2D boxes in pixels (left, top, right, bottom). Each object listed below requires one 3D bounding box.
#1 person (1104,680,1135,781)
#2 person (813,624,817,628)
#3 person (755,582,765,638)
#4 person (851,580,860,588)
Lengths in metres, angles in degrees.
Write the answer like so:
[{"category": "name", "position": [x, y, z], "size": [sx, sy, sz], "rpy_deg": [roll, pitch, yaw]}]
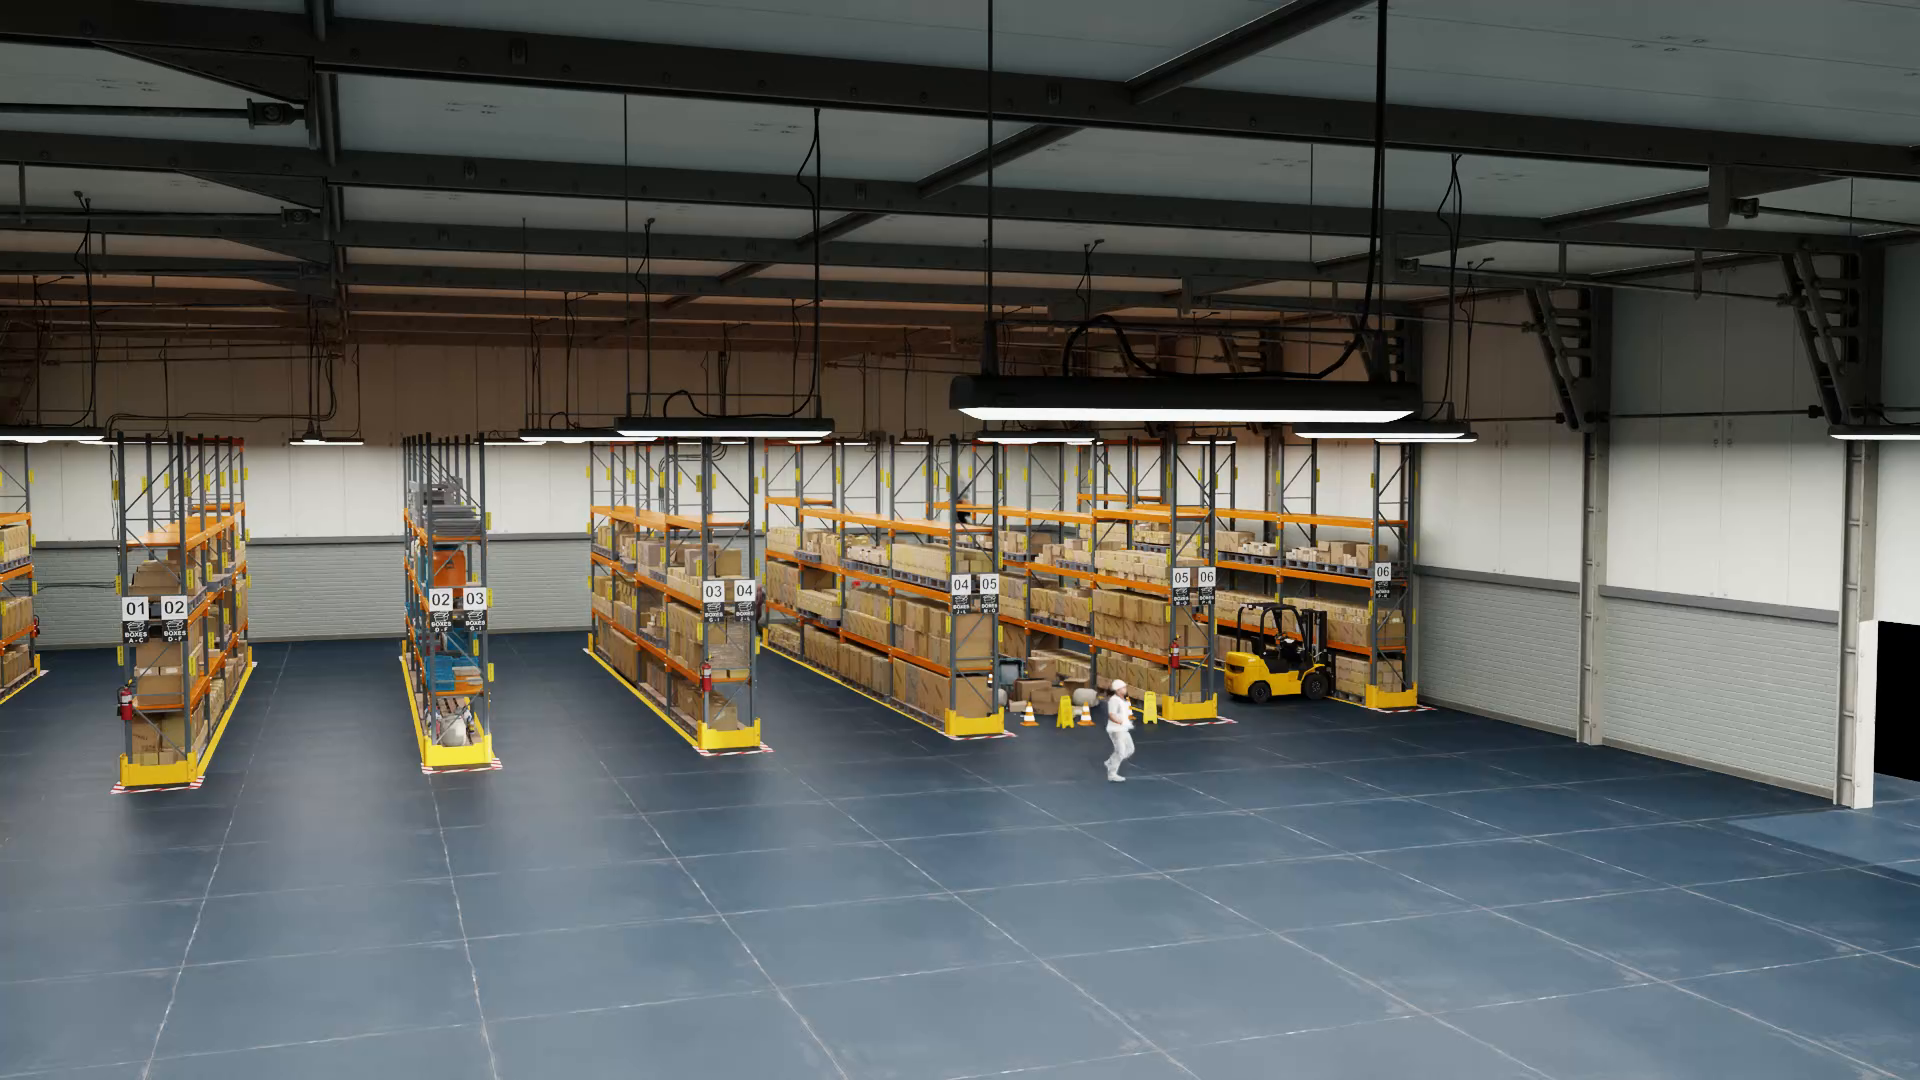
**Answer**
[{"category": "person", "position": [2.736, 3.264, 28.496], "size": [0.587, 1.740, 0.685], "rpy_deg": [1, 3, 19]}, {"category": "person", "position": [-4.169, 2.121, 50.096], "size": [0.746, 1.695, 0.612], "rpy_deg": [-1, 3, -14]}, {"category": "person", "position": [-6.137, 2.132, 49.521], "size": [0.761, 1.753, 0.818], "rpy_deg": [0, 3, -3]}, {"category": "person", "position": [-3.143, 2.070, 50.198], "size": [0.586, 1.741, 0.636], "rpy_deg": [-1, 3, -20]}]
